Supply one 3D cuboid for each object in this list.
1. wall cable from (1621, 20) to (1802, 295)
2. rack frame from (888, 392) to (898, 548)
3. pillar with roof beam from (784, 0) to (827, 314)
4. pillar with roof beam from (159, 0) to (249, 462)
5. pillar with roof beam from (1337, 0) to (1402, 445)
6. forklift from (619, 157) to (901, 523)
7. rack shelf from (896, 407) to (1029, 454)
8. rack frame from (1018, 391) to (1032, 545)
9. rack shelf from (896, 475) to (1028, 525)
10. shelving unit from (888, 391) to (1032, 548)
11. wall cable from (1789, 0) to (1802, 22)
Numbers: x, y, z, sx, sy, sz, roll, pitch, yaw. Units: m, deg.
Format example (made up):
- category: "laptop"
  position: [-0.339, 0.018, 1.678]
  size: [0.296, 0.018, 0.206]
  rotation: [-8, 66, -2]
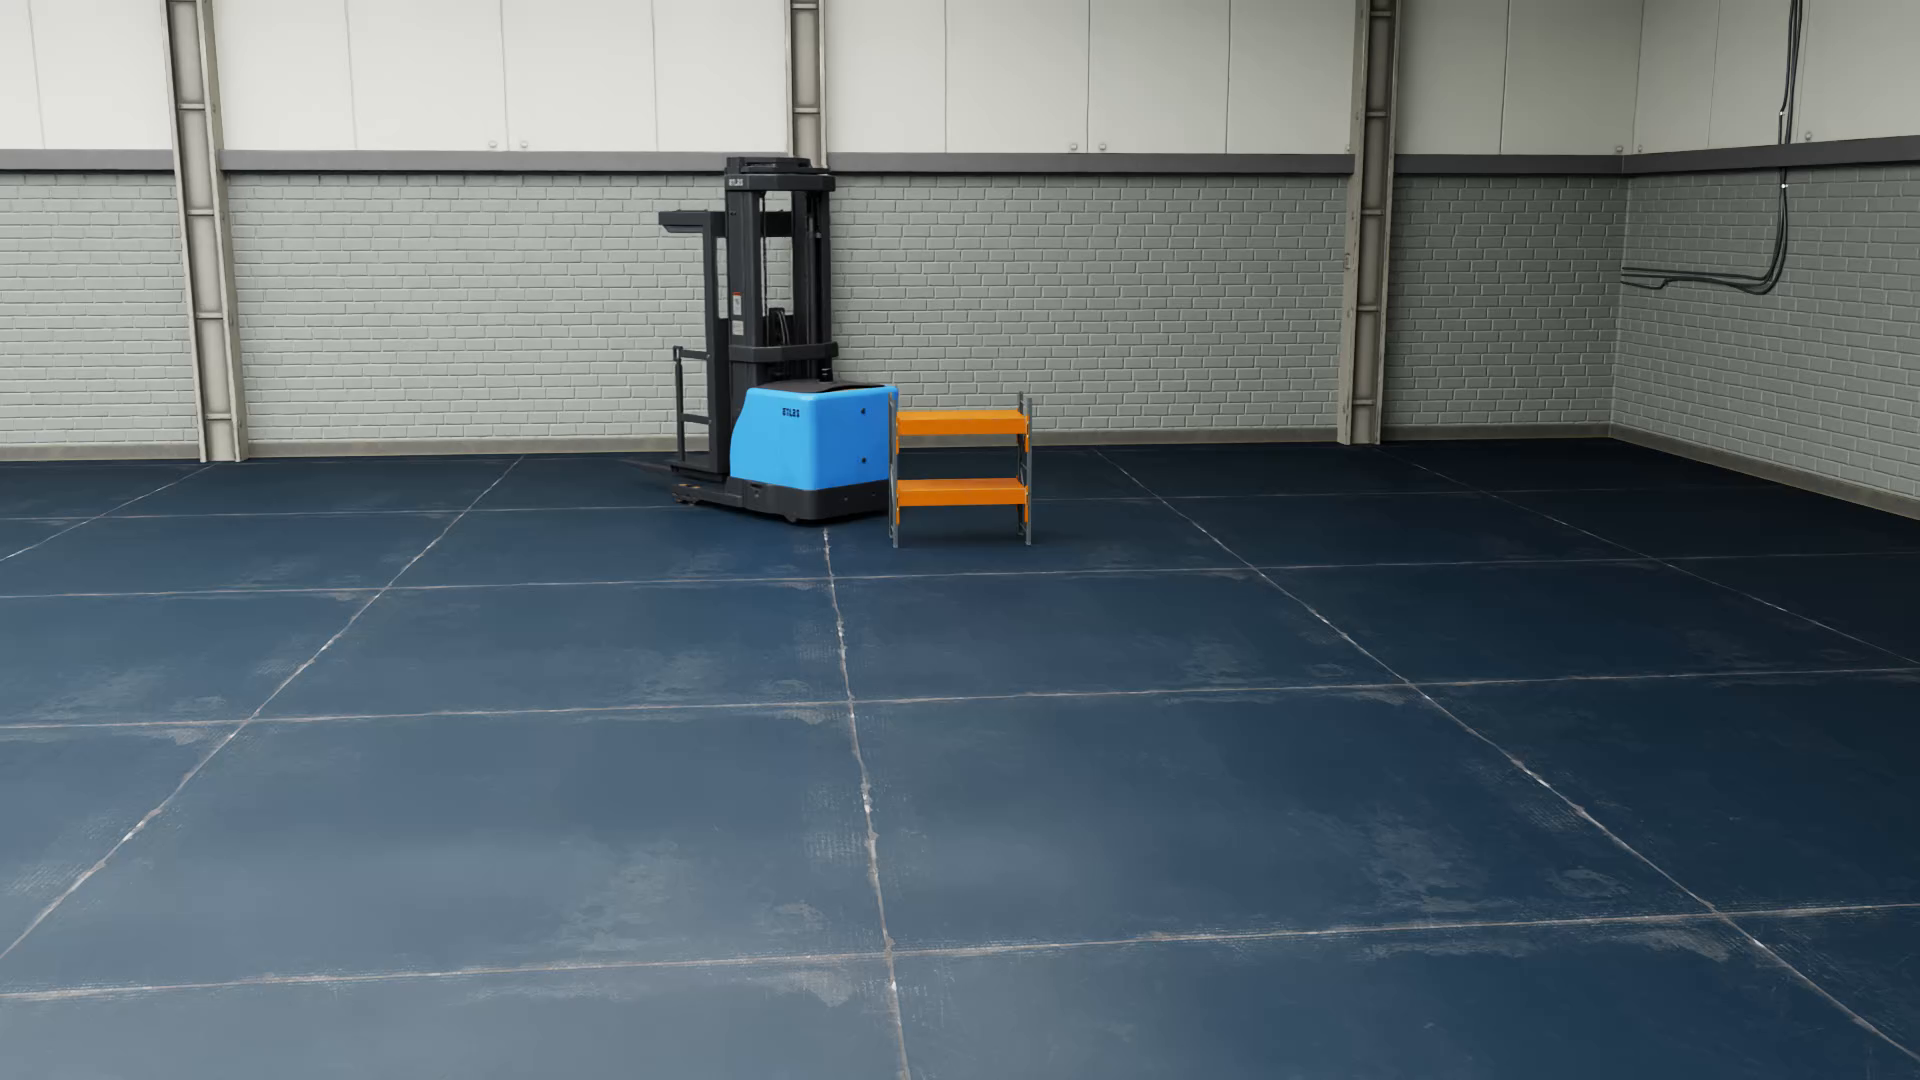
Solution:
- category: "wall cable"
  position: [7.462, -3.775, 16.789]
  size: [0.112, 2.526, 3.097]
  rotation: [-1, 11, -6]
- category: "rack frame"
  position: [-0.512, -0.541, 12.705]
  size: [0.032, 1.125, 0.500]
  rotation: [-1, 11, -6]
- category: "pillar with roof beam"
  position: [-1.109, -4.540, 12.632]
  size: [0.400, 9.000, 9.100]
  rotation: [-1, 11, -6]
- category: "pillar with roof beam"
  position: [-7.074, -4.415, 11.996]
  size: [0.400, 9.000, 9.100]
  rotation: [-1, 11, -6]
- category: "pillar with roof beam"
  position: [4.856, -4.665, 13.268]
  size: [0.400, 9.000, 9.100]
  rotation: [-1, 11, -6]
- category: "forklift"
  position: [-1.884, -1.799, 14.421]
  size: [1.130, 2.935, 3.031]
  rotation: [-11, 15, -43]
- category: "rack shelf"
  position: [-0.007, -0.839, 12.702]
  size: [1.000, 0.278, 0.538]
  rotation: [-1, 11, -6]
- category: "rack frame"
  position: [0.499, -0.562, 12.813]
  size: [0.032, 1.125, 0.500]
  rotation: [-1, 11, -6]
- category: "rack shelf"
  position: [-0.007, -0.312, 12.806]
  size: [1.000, 0.278, 0.538]
  rotation: [-1, 11, -6]
- category: "shelving unit"
  position: [-0.007, -0.552, 12.759]
  size: [1.048, 1.125, 0.538]
  rotation: [-1, 11, -6]
- category: "wall cable"
  position: [7.755, -5.734, 13.663]
  size: [0.112, 2.526, 3.097]
  rotation: [-1, 11, -6]
